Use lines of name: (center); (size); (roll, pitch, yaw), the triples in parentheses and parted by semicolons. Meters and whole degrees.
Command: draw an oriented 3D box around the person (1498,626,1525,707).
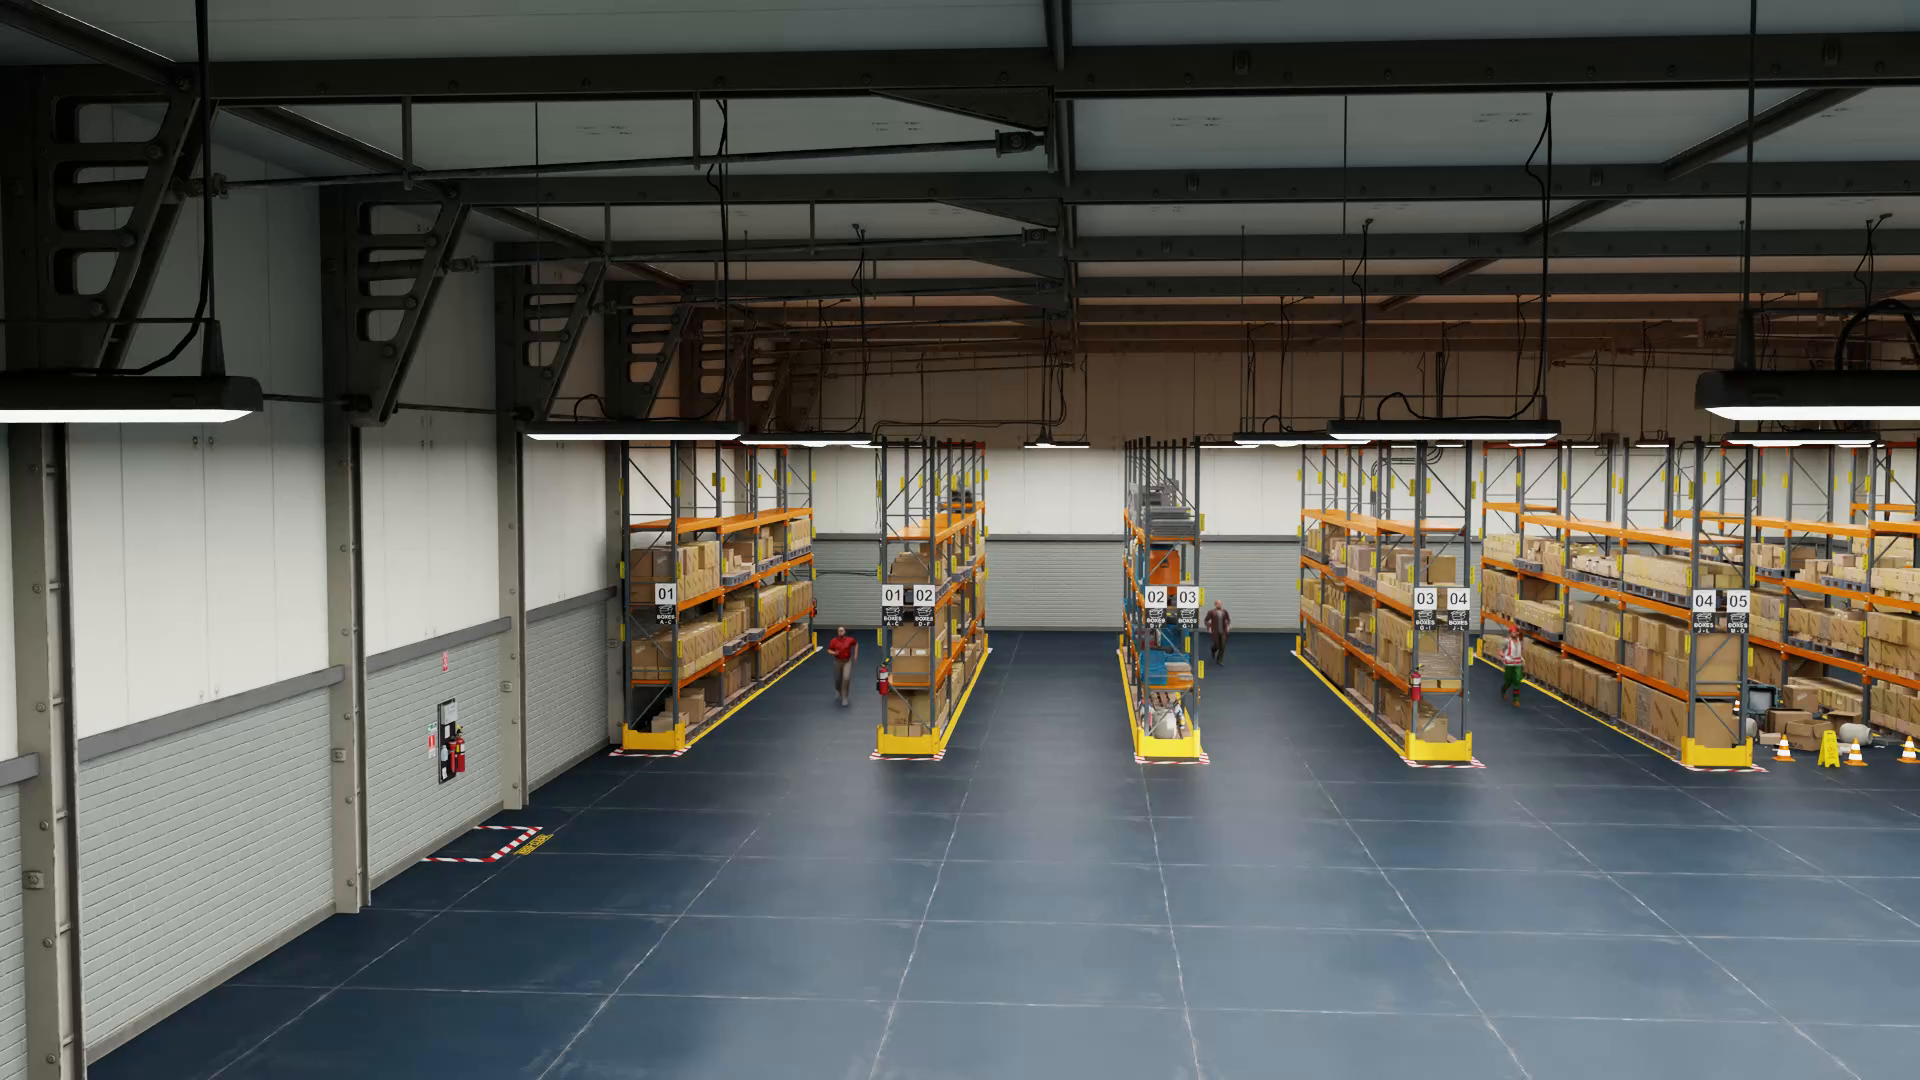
person: (12.437, 2.830, 37.482); (0.656, 1.783, 0.903); (0, 3, -3)

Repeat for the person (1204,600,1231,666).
person: (6.935, 2.482, 44.669); (0.722, 1.744, 0.684); (0, 3, -9)

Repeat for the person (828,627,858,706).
person: (-2.665, 2.846, 37.823); (0.671, 1.762, 0.964); (0, 3, 1)

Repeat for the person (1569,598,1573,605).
person: (16.682, 2.442, 45.636); (0.665, 1.686, 0.580); (0, 3, -3)
